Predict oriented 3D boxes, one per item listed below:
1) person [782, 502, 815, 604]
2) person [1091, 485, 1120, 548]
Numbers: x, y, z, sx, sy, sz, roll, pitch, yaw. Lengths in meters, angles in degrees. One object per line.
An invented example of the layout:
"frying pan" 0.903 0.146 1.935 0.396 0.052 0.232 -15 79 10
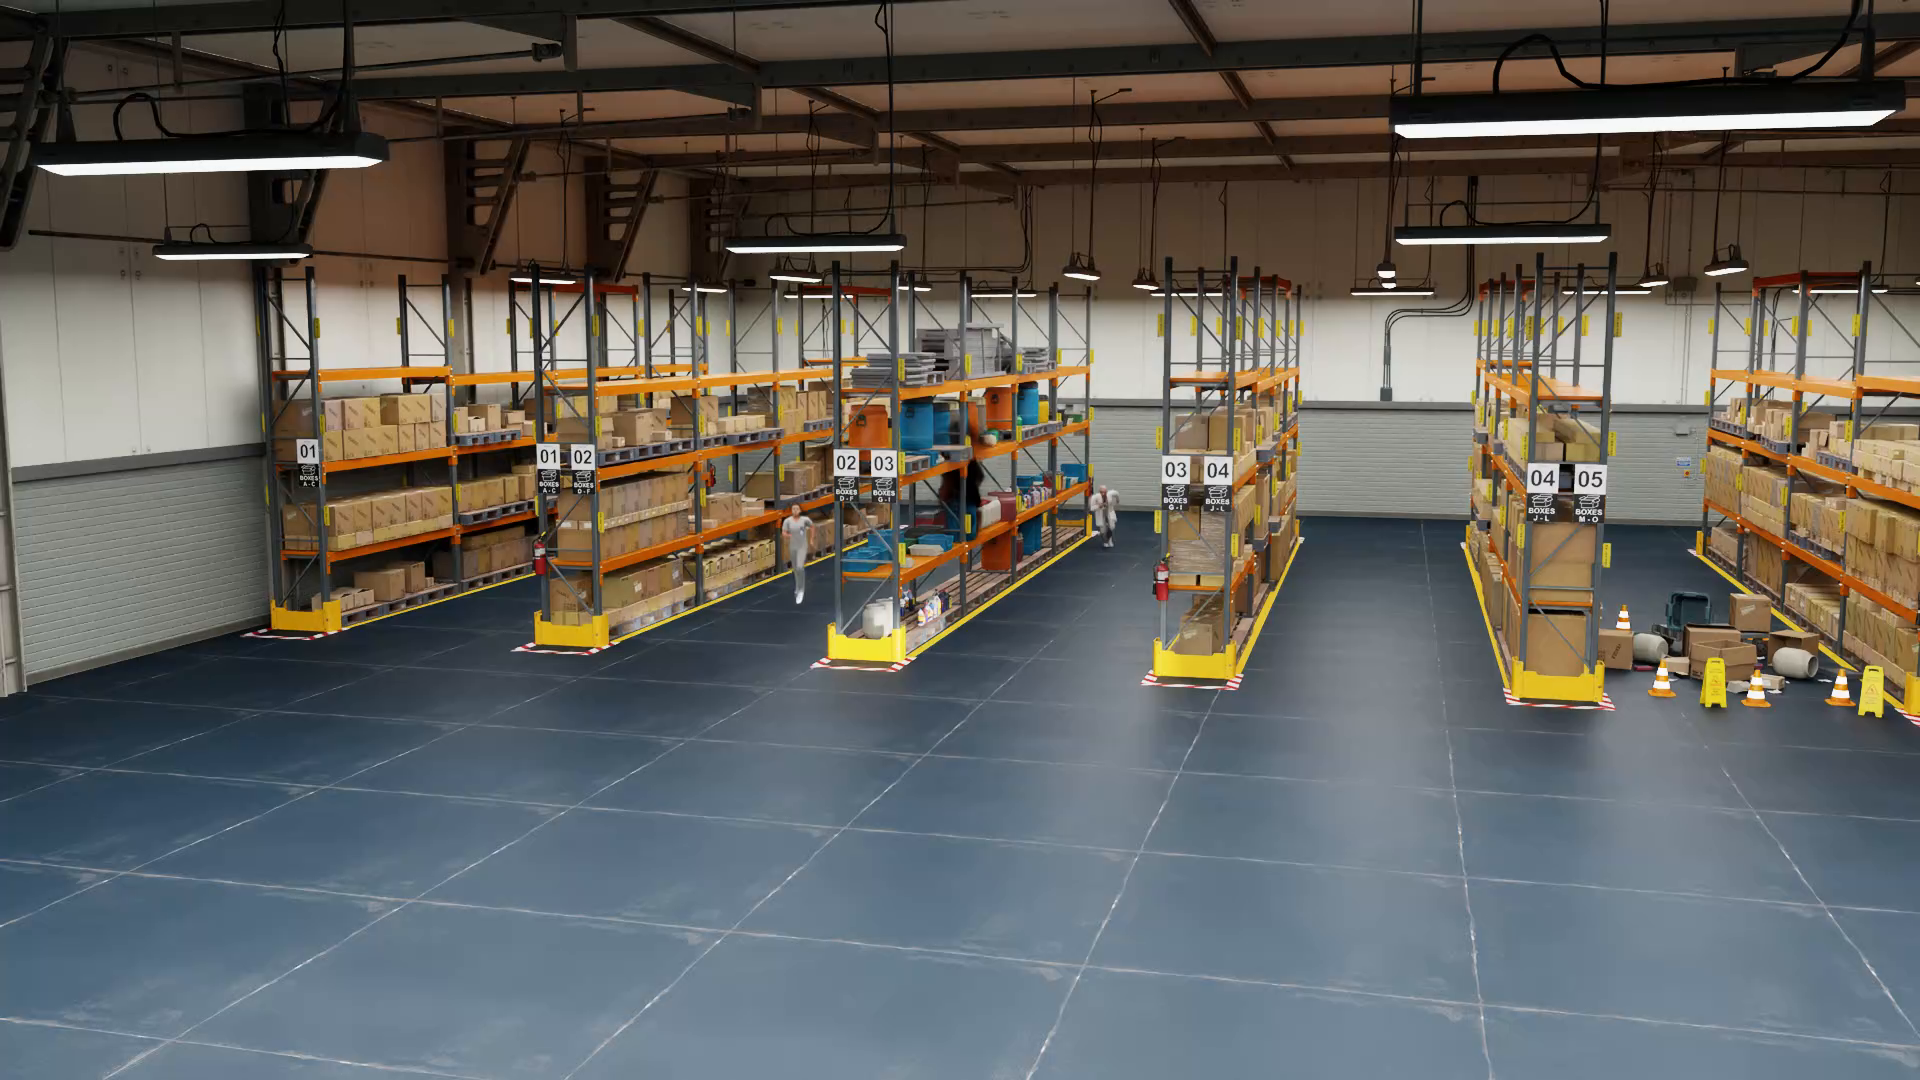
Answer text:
"person" -2.847 0.209 29.159 0.507 1.767 0.788 1 7 10
"person" 3.310 -0.538 37.813 0.707 1.482 1.067 0 7 0
